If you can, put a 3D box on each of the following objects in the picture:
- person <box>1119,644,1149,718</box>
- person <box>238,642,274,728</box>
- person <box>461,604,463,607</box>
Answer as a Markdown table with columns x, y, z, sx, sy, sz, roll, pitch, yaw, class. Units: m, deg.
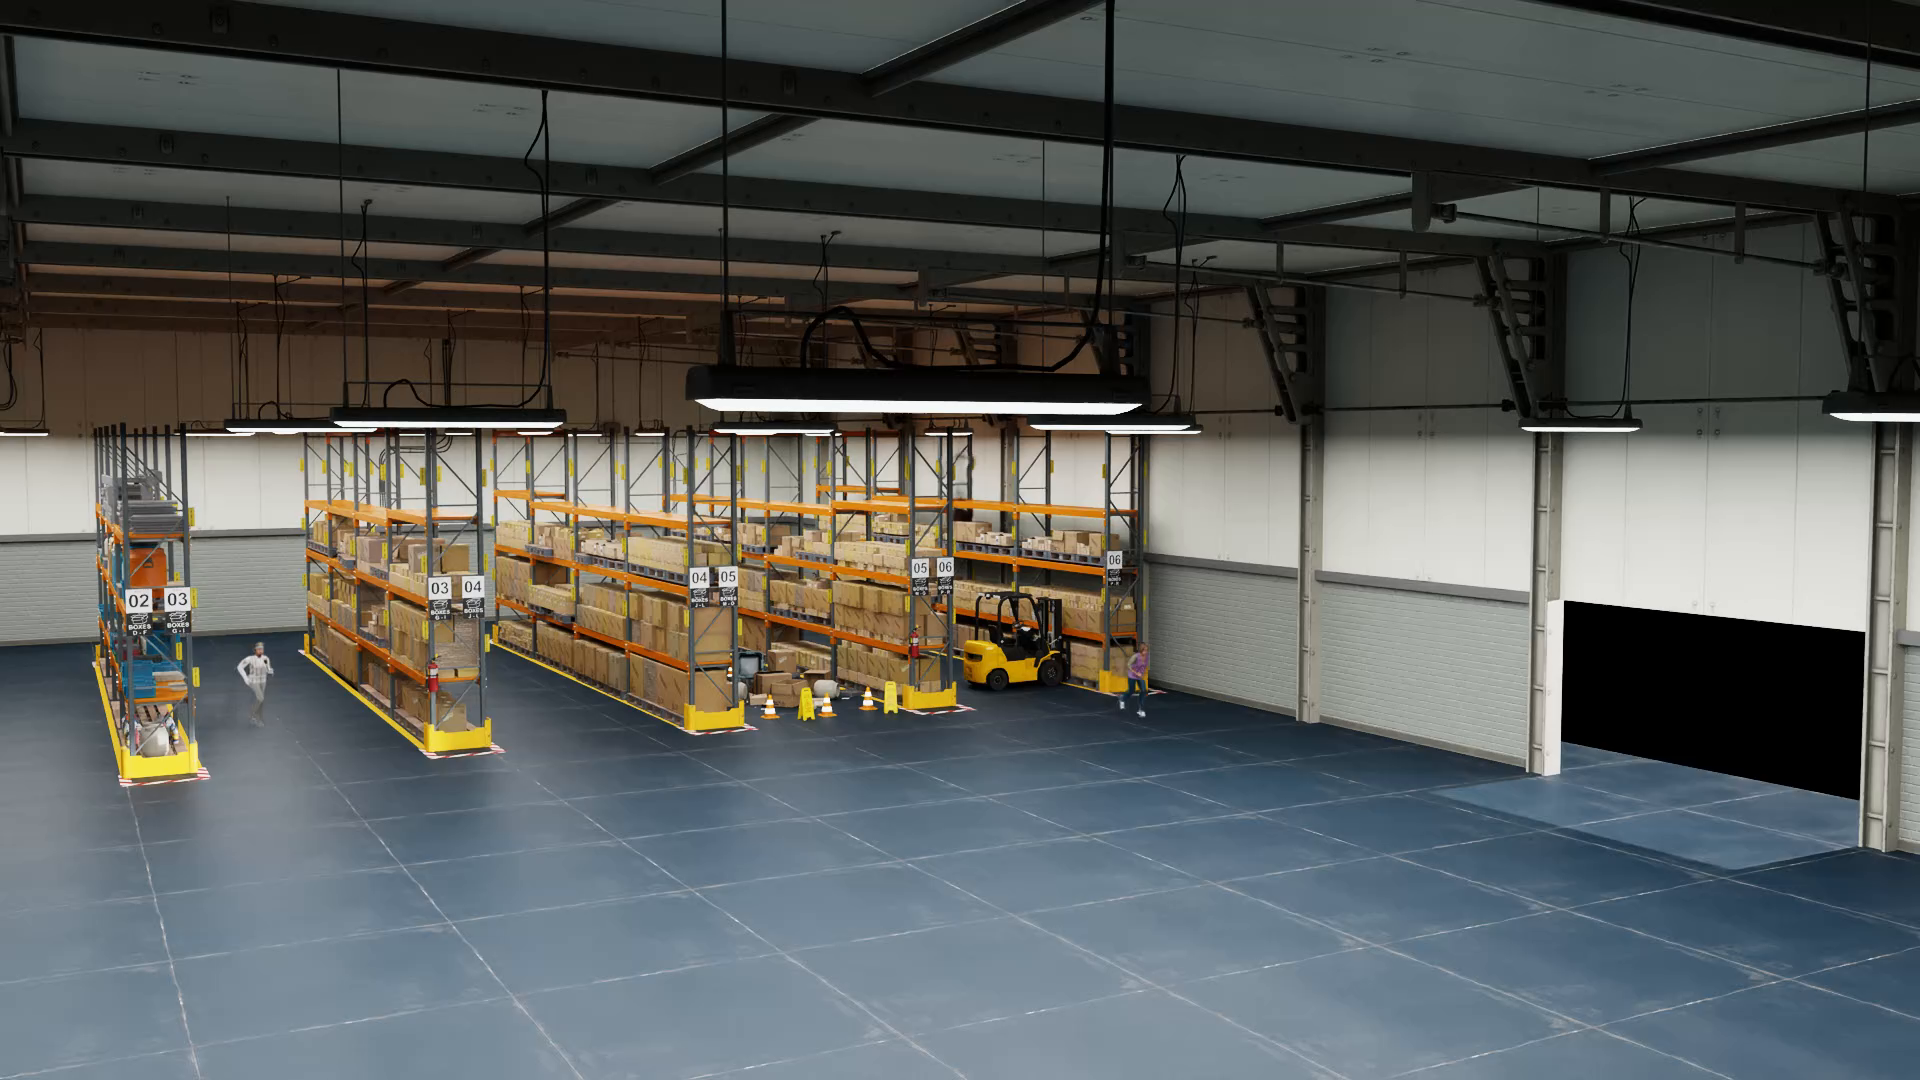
| x | y | z | sx | sy | sz | roll | pitch | yaw | class |
| --- | --- | --- | --- | --- | --- | --- | --- | --- | --- |
| 3.609 | 2.889 | 34.545 | 0.575 | 1.546 | 0.919 | -2 | 4 | -34 | person |
| -13.997 | 2.893 | 33.116 | 0.758 | 1.717 | 0.598 | 2 | 4 | 36 | person |
| -13.014 | 2.232 | 43.989 | 0.562 | 1.655 | 0.589 | -2 | 4 | -33 | person |
